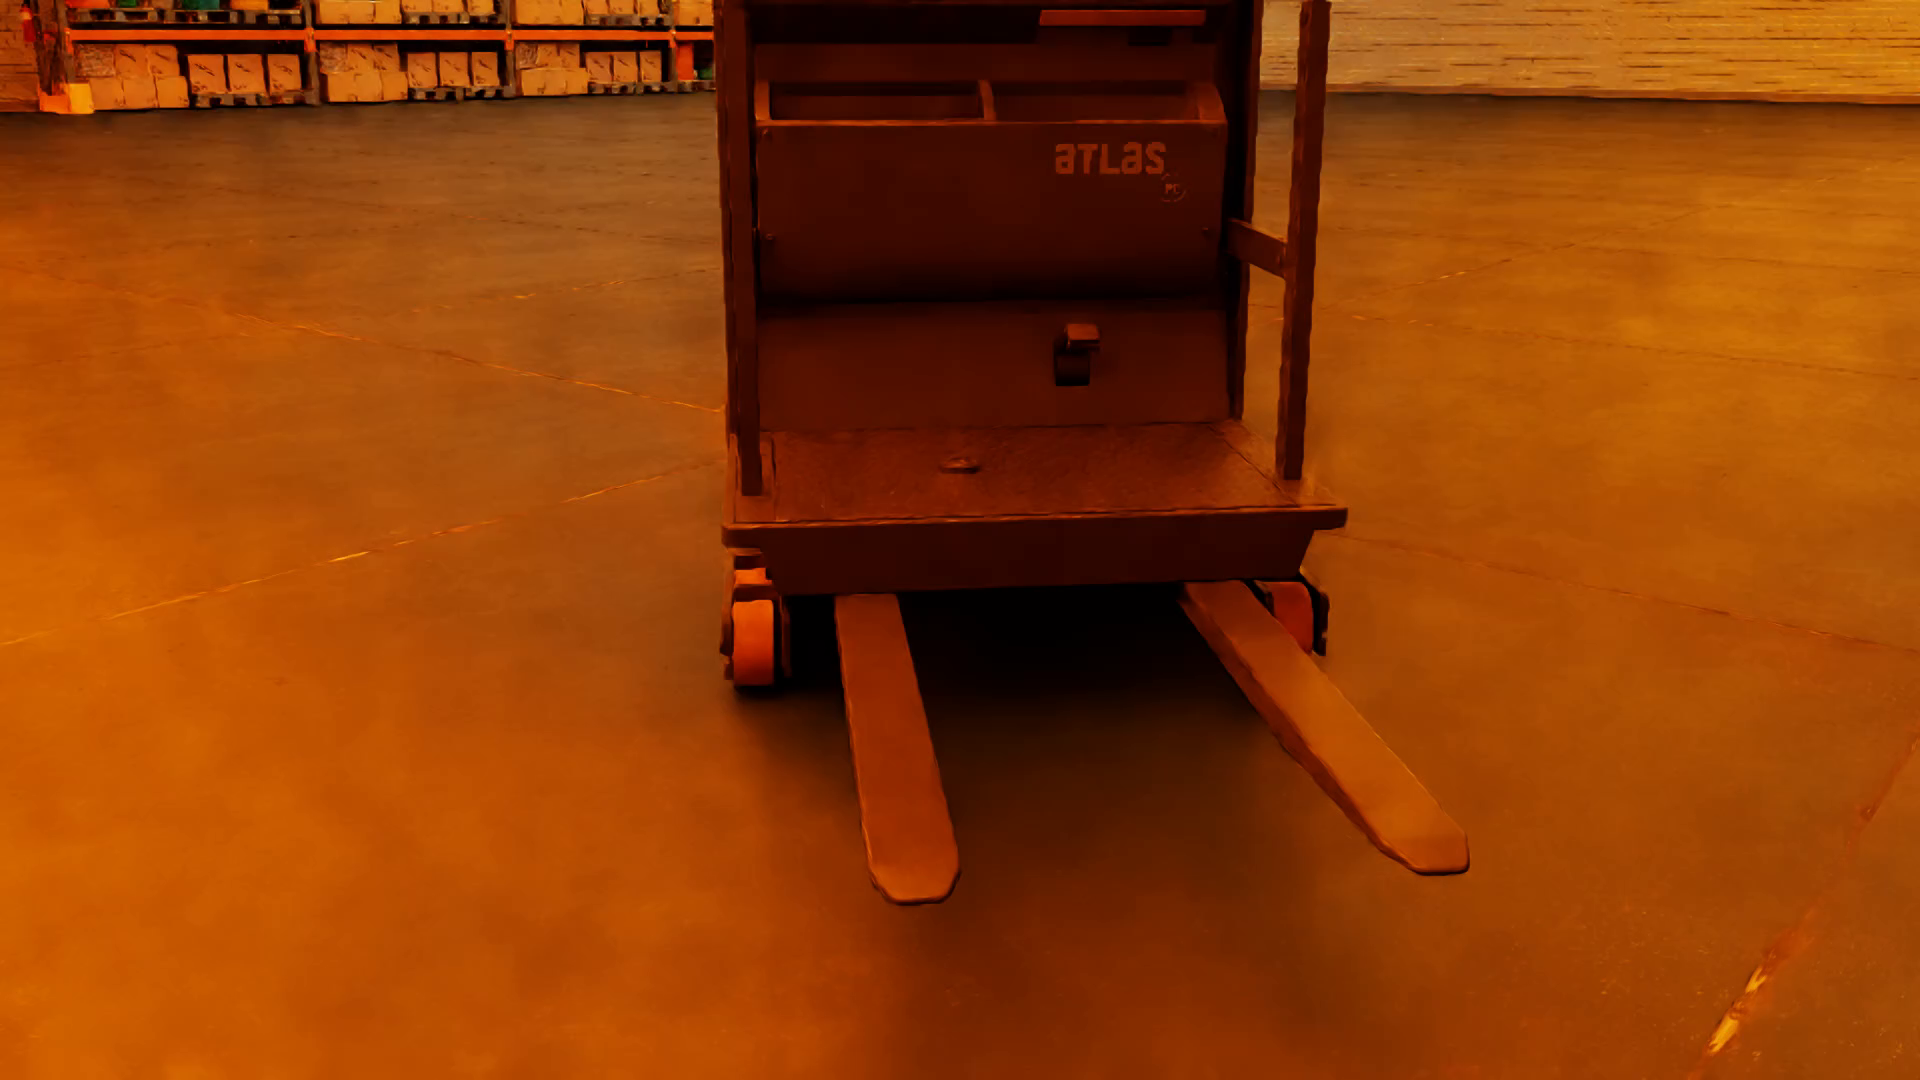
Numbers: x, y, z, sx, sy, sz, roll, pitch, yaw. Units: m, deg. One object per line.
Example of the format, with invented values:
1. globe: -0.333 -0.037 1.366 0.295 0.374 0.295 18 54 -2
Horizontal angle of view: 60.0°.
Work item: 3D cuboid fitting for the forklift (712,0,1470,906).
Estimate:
1. forklift: 0.087 -1.235 2.965 1.130 2.935 3.031 -2 17 -6
